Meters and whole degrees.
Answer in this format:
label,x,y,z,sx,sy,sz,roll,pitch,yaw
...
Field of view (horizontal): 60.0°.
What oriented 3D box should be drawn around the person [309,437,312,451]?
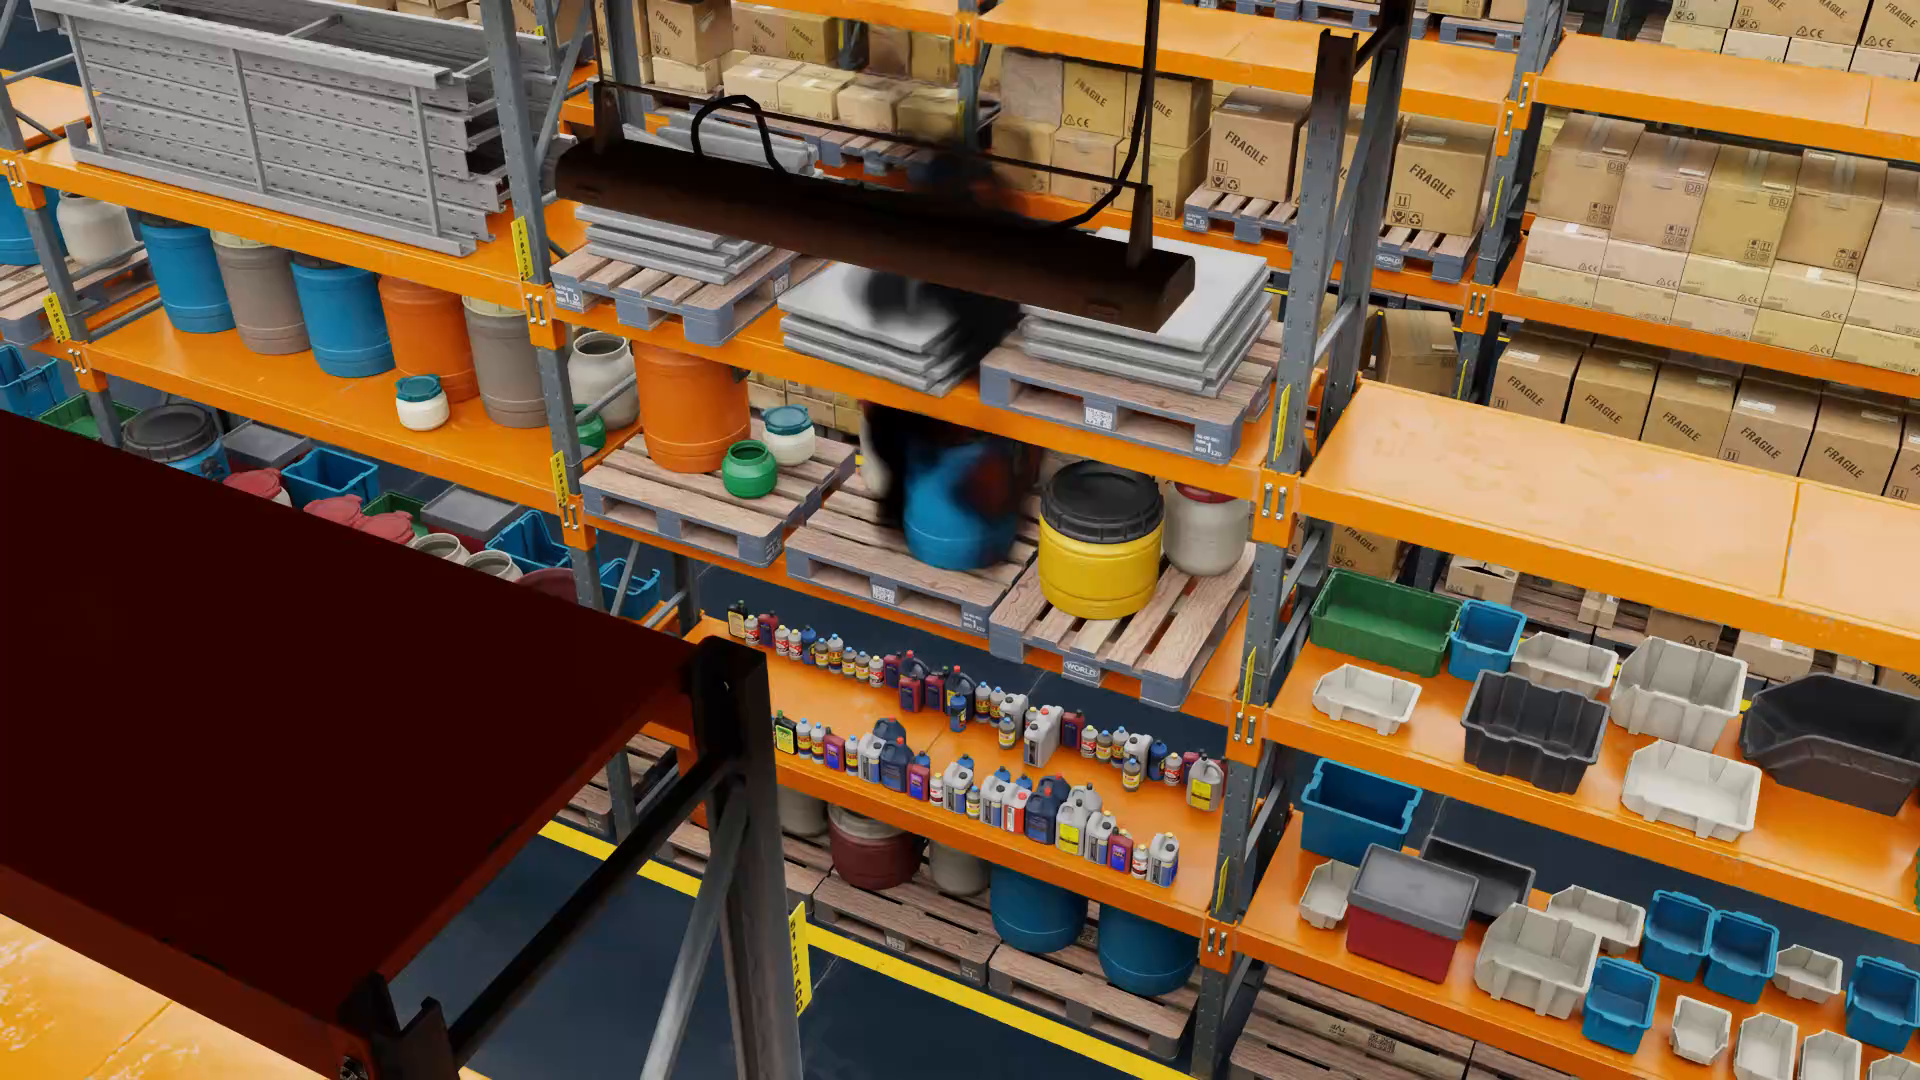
label,x,y,z,sx,sy,sz,roll,pitch,yaw
person,-5.534,-0.895,13.689,0.919,1.661,0.630,16,38,21
